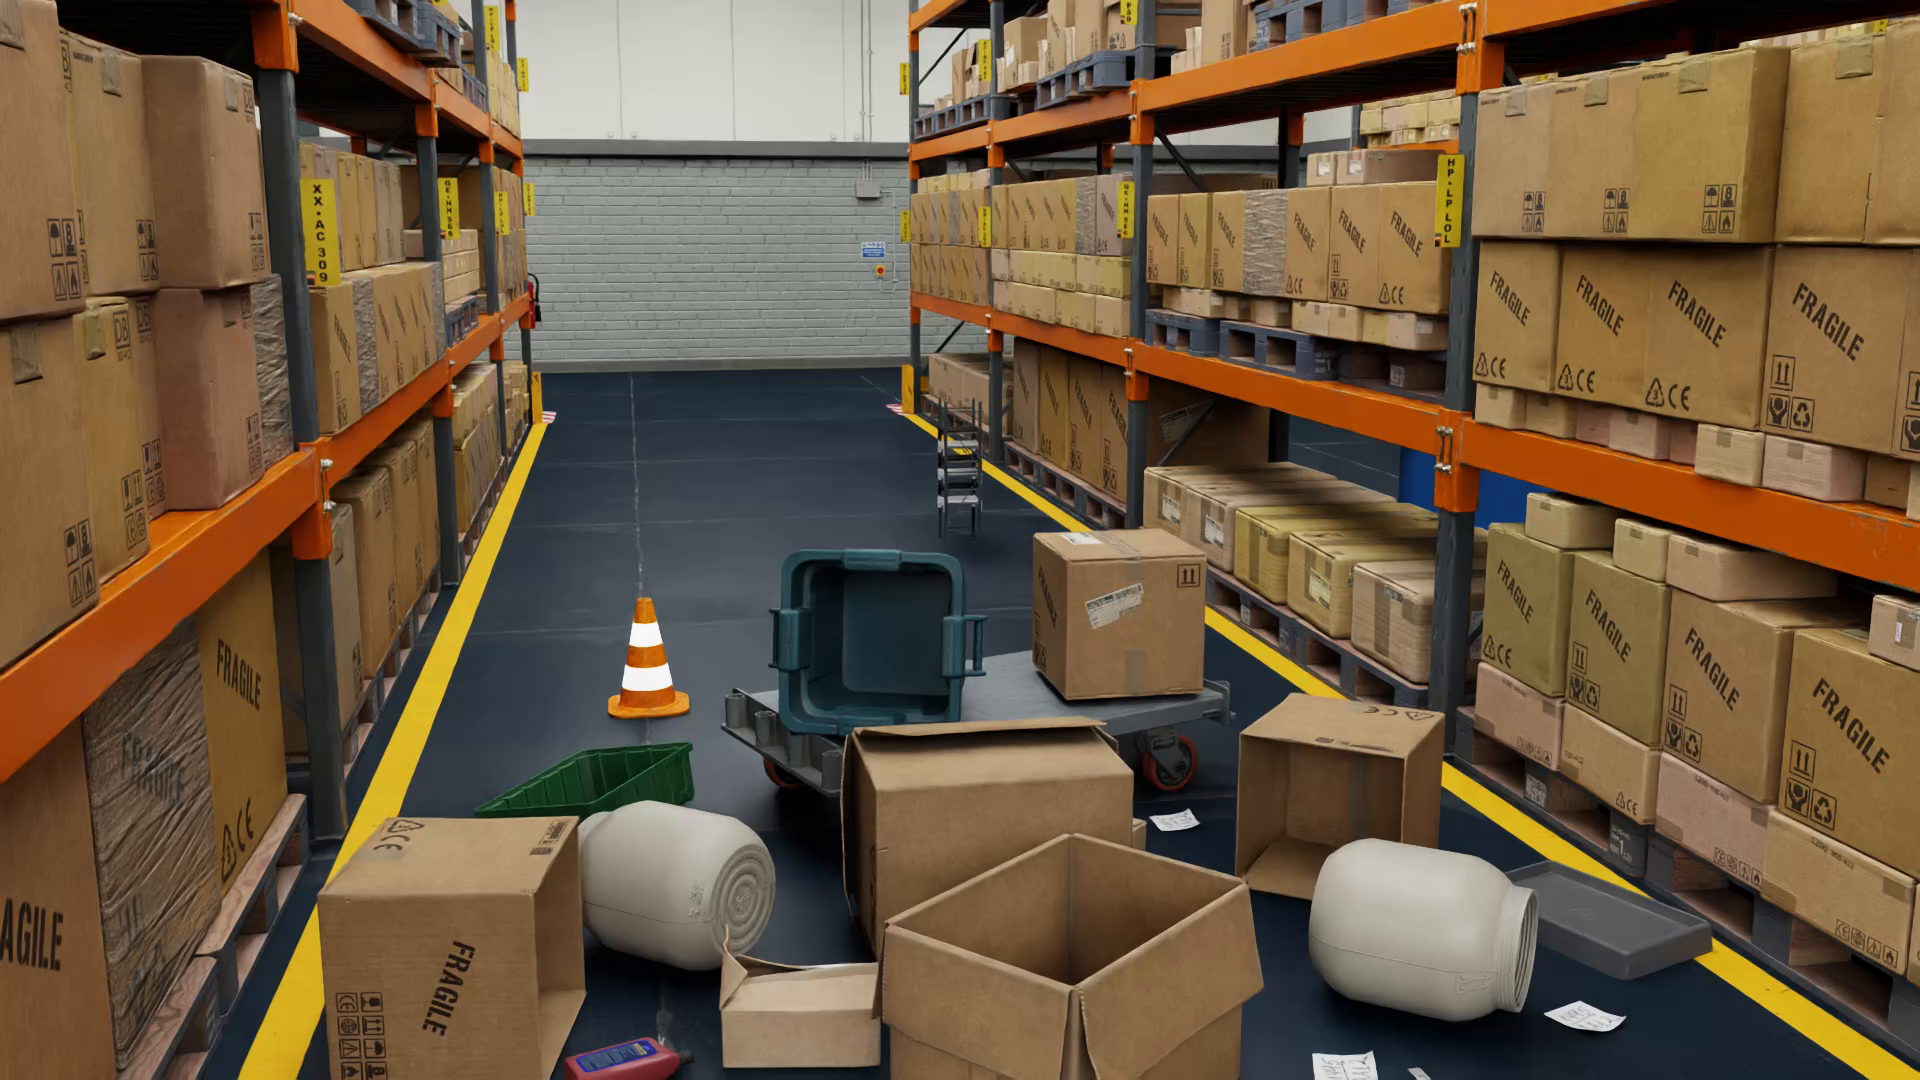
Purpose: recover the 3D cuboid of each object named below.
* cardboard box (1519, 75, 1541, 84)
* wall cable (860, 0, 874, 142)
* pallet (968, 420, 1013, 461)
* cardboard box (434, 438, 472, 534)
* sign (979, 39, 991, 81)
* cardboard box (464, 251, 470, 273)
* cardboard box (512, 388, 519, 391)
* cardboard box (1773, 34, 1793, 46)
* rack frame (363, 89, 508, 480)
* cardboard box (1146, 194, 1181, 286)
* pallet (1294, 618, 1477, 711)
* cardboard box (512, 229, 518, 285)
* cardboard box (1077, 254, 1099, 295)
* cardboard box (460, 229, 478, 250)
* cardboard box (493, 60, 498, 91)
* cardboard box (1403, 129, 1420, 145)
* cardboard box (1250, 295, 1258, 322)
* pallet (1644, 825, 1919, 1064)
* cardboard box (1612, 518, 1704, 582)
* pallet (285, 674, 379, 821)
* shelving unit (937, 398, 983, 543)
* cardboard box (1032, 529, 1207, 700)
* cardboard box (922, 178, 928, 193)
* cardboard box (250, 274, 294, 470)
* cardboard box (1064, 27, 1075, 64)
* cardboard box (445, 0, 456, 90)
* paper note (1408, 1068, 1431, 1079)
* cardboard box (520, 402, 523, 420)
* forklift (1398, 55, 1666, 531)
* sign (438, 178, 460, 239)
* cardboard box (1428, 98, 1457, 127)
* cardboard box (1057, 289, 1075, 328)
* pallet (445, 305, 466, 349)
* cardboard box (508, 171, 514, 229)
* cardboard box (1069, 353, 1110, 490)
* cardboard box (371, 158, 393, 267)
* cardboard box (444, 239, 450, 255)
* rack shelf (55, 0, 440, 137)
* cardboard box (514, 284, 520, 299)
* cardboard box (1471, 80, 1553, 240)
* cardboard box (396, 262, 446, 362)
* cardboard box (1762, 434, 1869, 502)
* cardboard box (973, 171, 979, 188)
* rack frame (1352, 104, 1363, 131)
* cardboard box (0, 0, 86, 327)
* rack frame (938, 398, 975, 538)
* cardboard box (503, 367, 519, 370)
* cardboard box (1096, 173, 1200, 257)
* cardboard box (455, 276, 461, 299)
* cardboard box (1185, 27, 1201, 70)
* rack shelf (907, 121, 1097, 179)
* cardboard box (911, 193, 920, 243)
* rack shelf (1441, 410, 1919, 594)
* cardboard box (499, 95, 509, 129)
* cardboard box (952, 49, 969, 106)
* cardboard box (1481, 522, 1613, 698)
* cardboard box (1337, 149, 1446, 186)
[{"bbox_3d":[5.281,-4.194,14.956,0.500,0.250,0.500,-2,11,-11],"label":"cardboard box"},{"bbox_3d":[-1.414,-6.851,22.625,0.463,3.000,0.029,-2,11,-11],"label":"wall cable"},{"bbox_3d":[0.676,-0.910,14.913,1.003,0.211,1.213,-2,11,-11],"label":"pallet"},{"bbox_3d":[-3.198,-0.323,9.932,0.500,0.500,0.500,-3,11,-13],"label":"cardboard box"},{"bbox_3d":[0.203,-3.883,13.461,0.100,0.325,0.005,-2,11,-11],"label":"sign"},{"bbox_3d":[-3.663,-1.958,11.716,0.380,0.149,0.250,-2,11,-13],"label":"cardboard box"},{"bbox_3d":[-4.237,-1.301,15.214,0.380,0.149,0.250,-2,11,-8],"label":"cardboard box"},{"bbox_3d":[5.979,-3.526,11.719,0.380,0.149,0.250,-2,11,-12],"label":"cardboard box"},{"bbox_3d":[-4.089,-1.939,12.861,1.000,3.000,0.127,-2,11,-11],"label":"rack frame"},{"bbox_3d":[1.385,-1.714,9.496,0.500,0.500,0.500,-2,11,-13],"label":"cardboard box"},{"bbox_3d":[2.150,0.557,7.206,1.003,0.211,1.213,-2,11,-11],"label":"pallet"},{"bbox_3d":[-4.237,-2.516,14.828,0.500,0.500,0.500,-2,11,-8],"label":"cardboard box"},{"bbox_3d":[1.078,-1.749,10.929,0.500,0.250,0.500,-2,11,-12],"label":"cardboard box"},{"bbox_3d":[-3.819,-2.248,12.440,0.380,0.149,0.250,-2,11,-8],"label":"cardboard box"},{"bbox_3d":[-4.040,-3.773,13.539,0.500,0.250,0.500,-2,11,-11],"label":"cardboard box"},{"bbox_3d":[4.786,-4.144,17.093,0.380,0.149,0.250,-2,11,-11],"label":"cardboard box"},{"bbox_3d":[1.686,-1.173,8.383,0.380,0.149,0.250,-2,11,-9],"label":"cardboard box"},{"bbox_3d":[2.709,1.046,4.638,1.003,0.211,1.213,-2,11,-11],"label":"pallet"},{"bbox_3d":[2.220,0.024,5.036,0.380,0.149,0.250,-2,11,-9],"label":"cardboard box"},{"bbox_3d":[-2.757,0.759,6.142,1.003,0.211,1.213,-2,11,-11],"label":"pallet"},{"bbox_3d":[-0.002,-0.444,10.620,0.258,0.900,0.210,-2,11,-11],"label":"shelving unit"},{"bbox_3d":[0.563,0.256,5.990,0.500,0.500,0.500,-2,11,-11],"label":"cardboard box"},{"bbox_3d":[-0.175,-3.558,16.689,0.380,0.149,0.250,-2,11,-9],"label":"cardboard box"},{"bbox_3d":[-2.450,-0.478,4.785,0.875,0.550,0.550,-2,11,-11],"label":"cardboard box"},{"bbox_3d":[0.914,-3.258,11.003,0.396,0.266,0.258,-2,11,-12],"label":"cardboard box"},{"bbox_3d":[-3.265,-2.934,9.799,0.500,0.500,0.500,-2,11,-11],"label":"cardboard box"},{"bbox_3d":[1.102,1.281,3.938,0.032,0.001,0.123,-2,11,-11],"label":"paper note"},{"bbox_3d":[-4.272,-1.205,15.507,0.380,0.149,0.250,-3,11,-14],"label":"cardboard box"},{"bbox_3d":[3.949,-1.119,8.738,3.031,2.935,1.130,5,12,23],"label":"forklift"},{"bbox_3d":[-2.767,-1.795,9.008,0.100,0.325,0.005,-2,11,-11],"label":"sign"},{"bbox_3d":[4.985,-4.226,16.461,0.500,0.250,0.500,-2,11,-12],"label":"cardboard box"},{"bbox_3d":[0.975,-1.600,11.479,0.500,0.250,0.500,-2,11,-12],"label":"cardboard box"},{"bbox_3d":[-3.554,-1.238,9.691,1.213,0.211,1.003,-2,11,-11],"label":"pallet"},{"bbox_3d":[-4.220,-2.999,14.695,0.500,0.500,0.500,-3,11,-13],"label":"cardboard box"},{"bbox_3d":[1.303,-0.860,11.751,0.875,0.875,0.875,-2,11,-10],"label":"cardboard box"},{"bbox_3d":[-3.134,-1.570,7.982,0.700,0.500,0.500,-2,11,-12],"label":"cardboard box"},{"bbox_3d":[-3.415,-1.865,10.429,0.380,0.149,0.250,-2,11,-8],"label":"cardboard box"},{"bbox_3d":[-2.922,-1.959,6.866,1.077,0.370,4.000,-2,11,-11],"label":"rack shelf"},{"bbox_3d":[-4.379,-2.361,15.752,0.380,0.149,0.250,-2,11,-9],"label":"cardboard box"},{"bbox_3d":[2.176,-1.268,5.600,0.700,0.500,0.500,-2,11,-12],"label":"cardboard box"},{"bbox_3d":[-2.960,-1.182,8.615,0.500,0.500,0.500,-2,11,-11],"label":"cardboard box"},{"bbox_3d":[2.365,-0.197,4.382,0.380,0.149,0.250,-2,11,-11],"label":"cardboard box"},{"bbox_3d":[0.324,-3.186,14.734,0.380,0.149,0.250,-2,11,-11],"label":"cardboard box"},{"bbox_3d":[4.837,-5.999,18.150,1.000,3.000,0.127,-2,11,-11],"label":"rack frame"},{"bbox_3d":[-1.962,-0.617,2.626,0.875,0.550,0.550,-2,11,-11],"label":"cardboard box"},{"bbox_3d":[-0.021,-0.462,10.718,0.240,0.900,0.006,-2,11,-11],"label":"rack frame"},{"bbox_3d":[-4.360,-1.542,15.686,0.380,0.149,0.250,-3,11,-13],"label":"cardboard box"},{"bbox_3d":[1.168,-2.029,10.395,0.500,0.500,0.500,-2,11,-13],"label":"cardboard box"},{"bbox_3d":[-3.509,-1.668,10.989,0.380,0.149,0.250,-2,11,-13],"label":"cardboard box"},{"bbox_3d":[1.469,-2.701,9.200,0.396,0.266,0.258,-2,11,-11],"label":"cardboard box"},{"bbox_3d":[0.358,-3.624,15.618,1.077,0.370,4.000,-2,11,-11],"label":"rack shelf"},{"bbox_3d":[-0.217,-3.313,17.139,0.500,0.500,0.500,-2,11,-12],"label":"cardboard box"},{"bbox_3d":[2.692,0.050,4.336,1.077,0.370,4.000,-2,11,-11],"label":"rack shelf"},{"bbox_3d":[-4.109,-3.621,14.078,0.500,0.250,0.500,-2,11,-9],"label":"cardboard box"},{"bbox_3d":[0.214,-4.274,15.449,0.500,0.500,0.500,-2,11,-10],"label":"cardboard box"},{"bbox_3d":[2.153,0.224,5.723,0.500,0.500,0.500,-2,11,-8],"label":"cardboard box"},{"bbox_3d":[1.845,-1.593,7.122,0.380,0.149,0.250,-2,11,-13],"label":"cardboard box"}]
